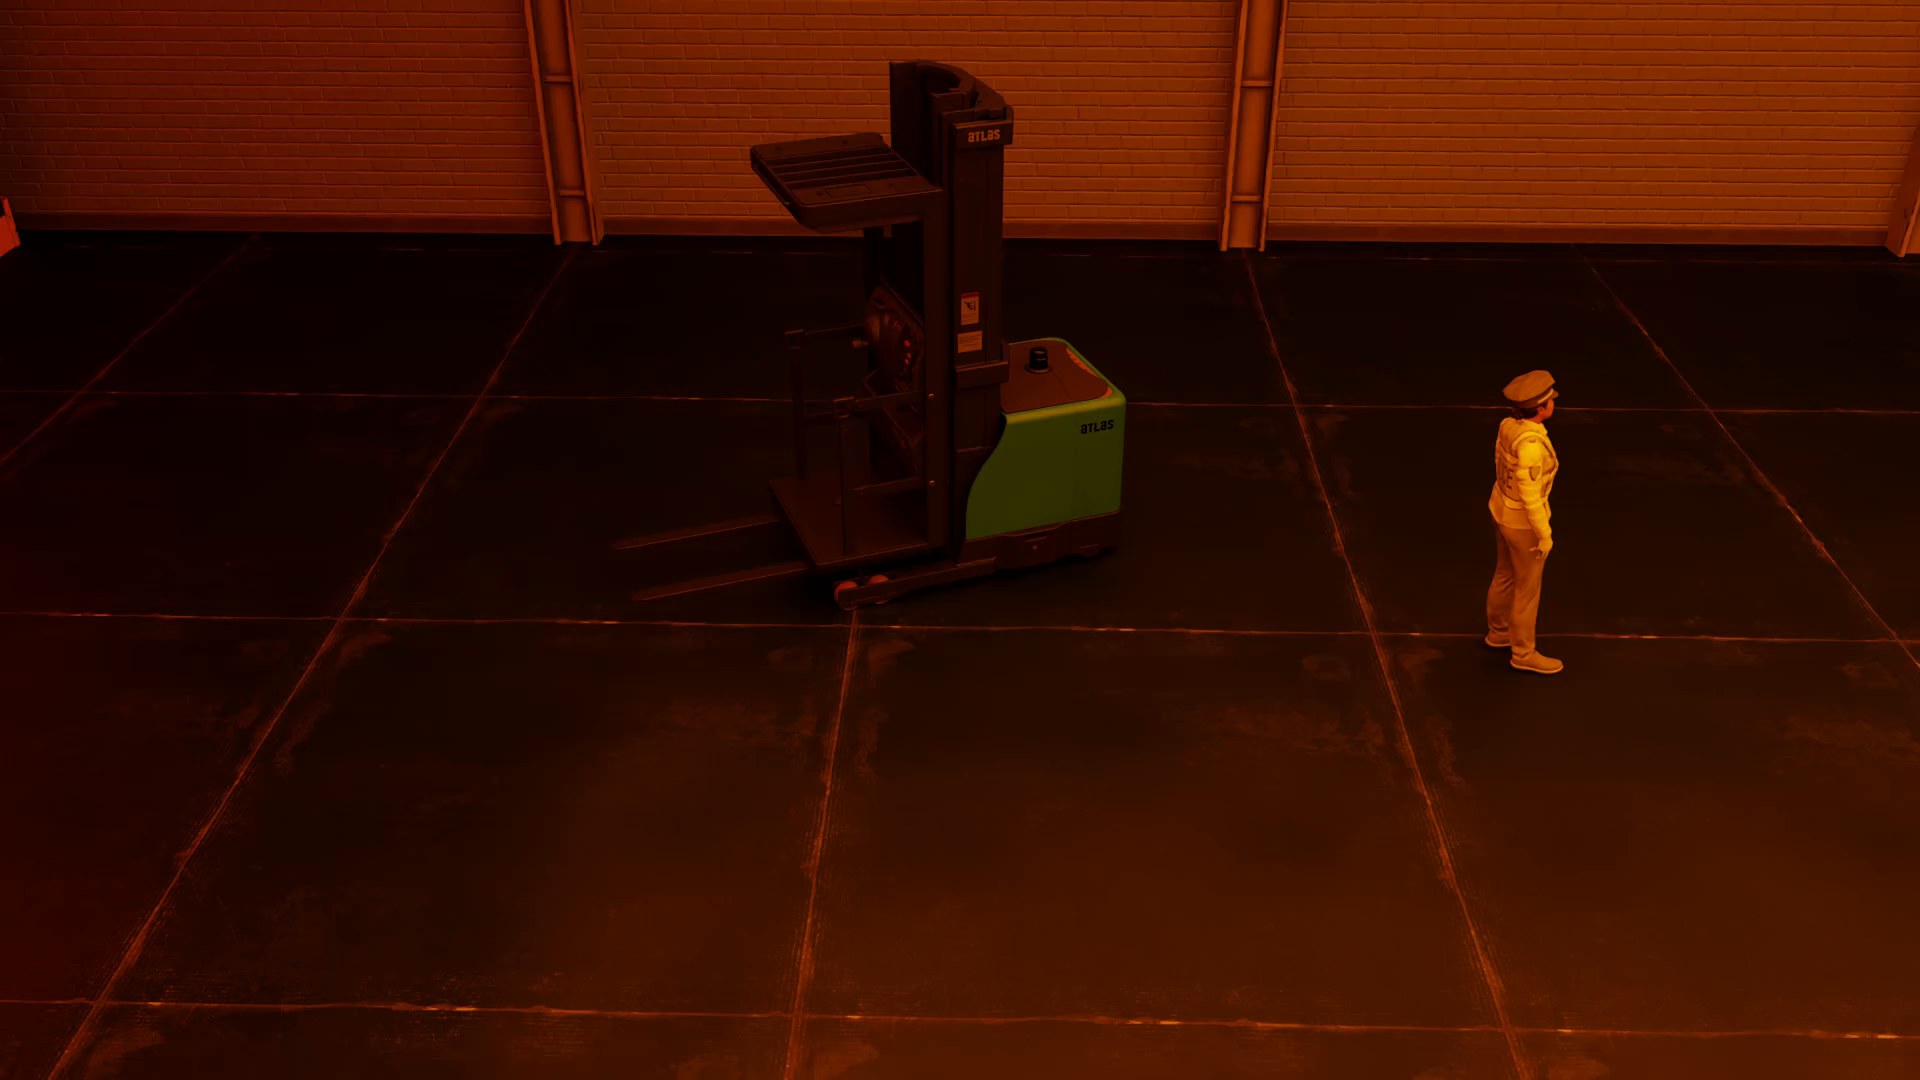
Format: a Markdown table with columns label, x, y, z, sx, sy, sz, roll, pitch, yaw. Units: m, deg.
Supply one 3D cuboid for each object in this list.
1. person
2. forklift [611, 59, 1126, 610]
| label | x | y | z | sx | sy | sz | roll | pitch | yaw |
| --- | --- | --- | --- | --- | --- | --- | --- | --- | --- |
| person | 3.100 | -0.115 | 9.026 | 0.504 | 1.704 | 0.574 | -1 | 31 | -1 |
| forklift | -0.569 | -1.153 | 9.570 | 3.031 | 2.935 | 1.130 | -11 | 32 | -18 |
